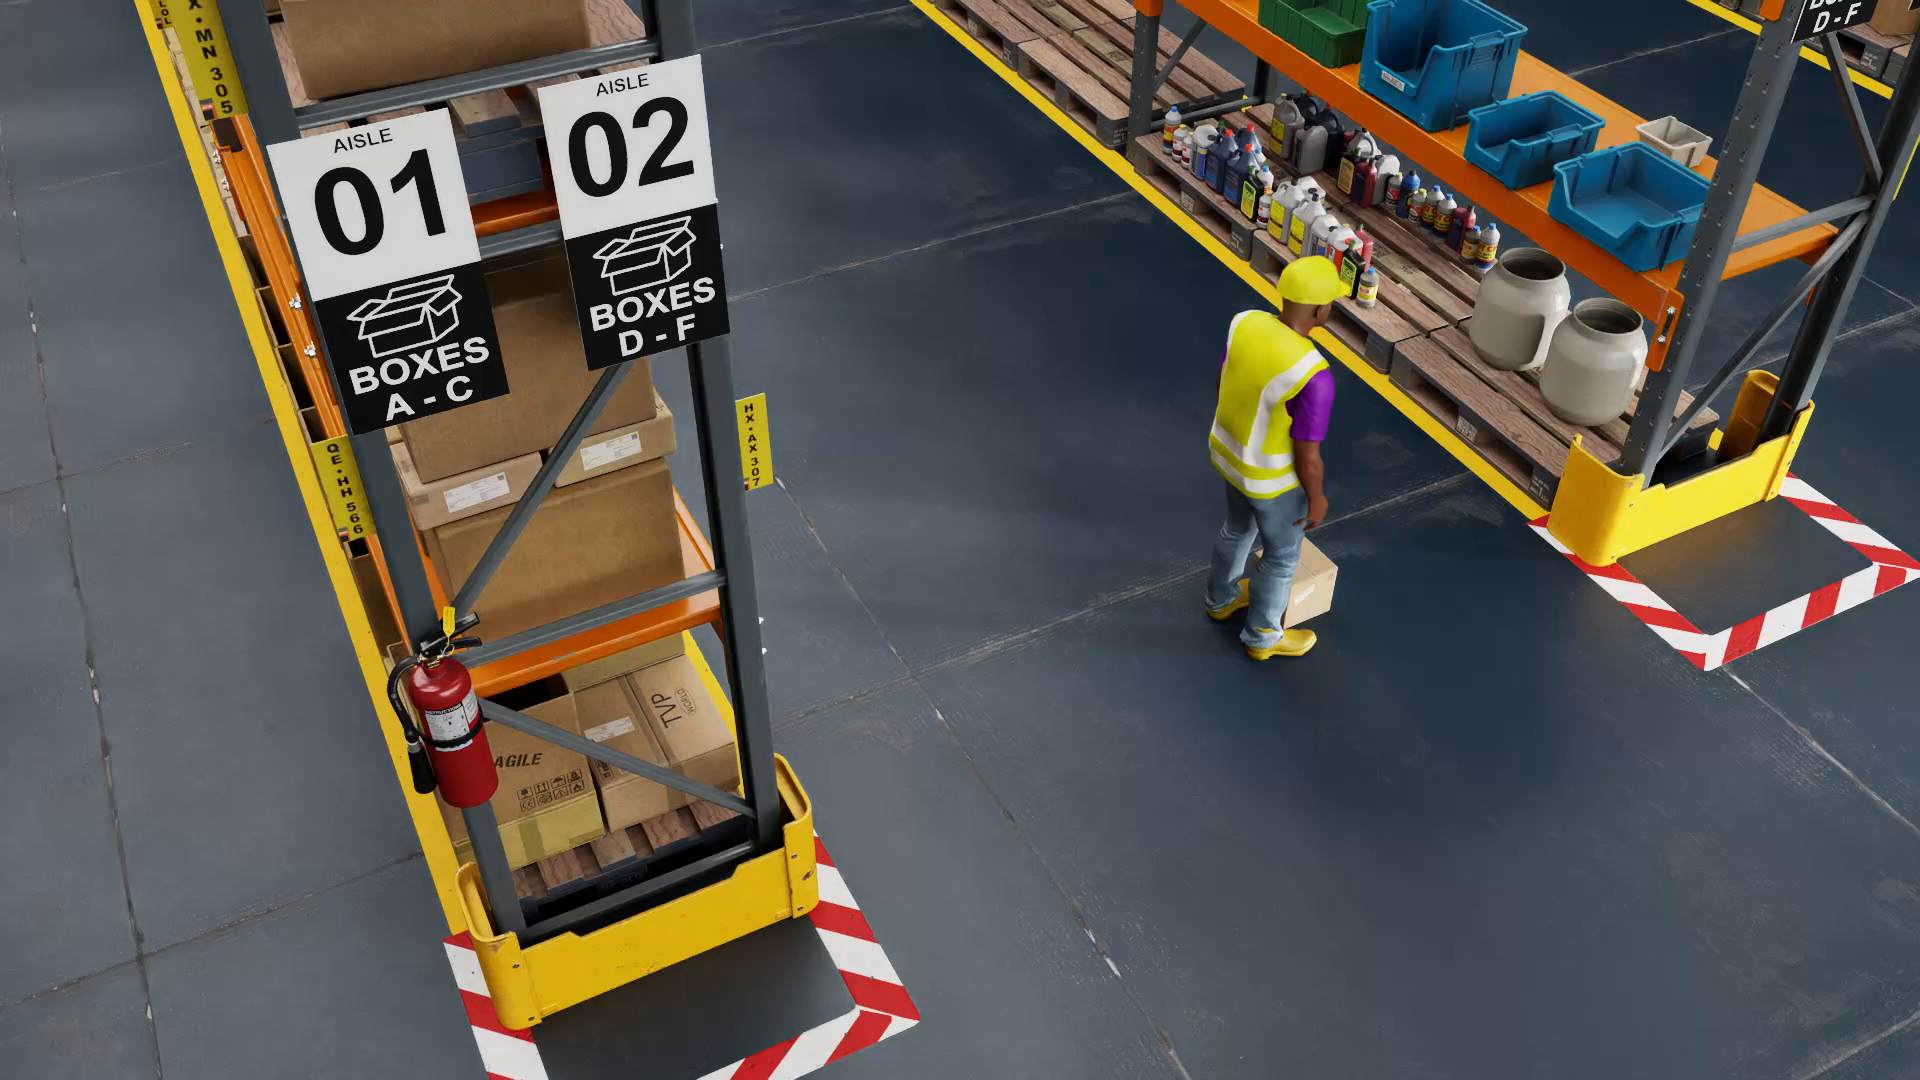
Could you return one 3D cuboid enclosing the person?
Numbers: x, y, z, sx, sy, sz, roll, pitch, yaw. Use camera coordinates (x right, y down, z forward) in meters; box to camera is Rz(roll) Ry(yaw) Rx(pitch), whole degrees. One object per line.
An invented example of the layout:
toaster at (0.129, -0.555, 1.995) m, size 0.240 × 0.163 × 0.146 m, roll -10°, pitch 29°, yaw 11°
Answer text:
person at (1.221, -0.311, 6.503) m, size 0.460 × 1.760 × 0.627 m, roll -19°, pitch 44°, yaw -20°
